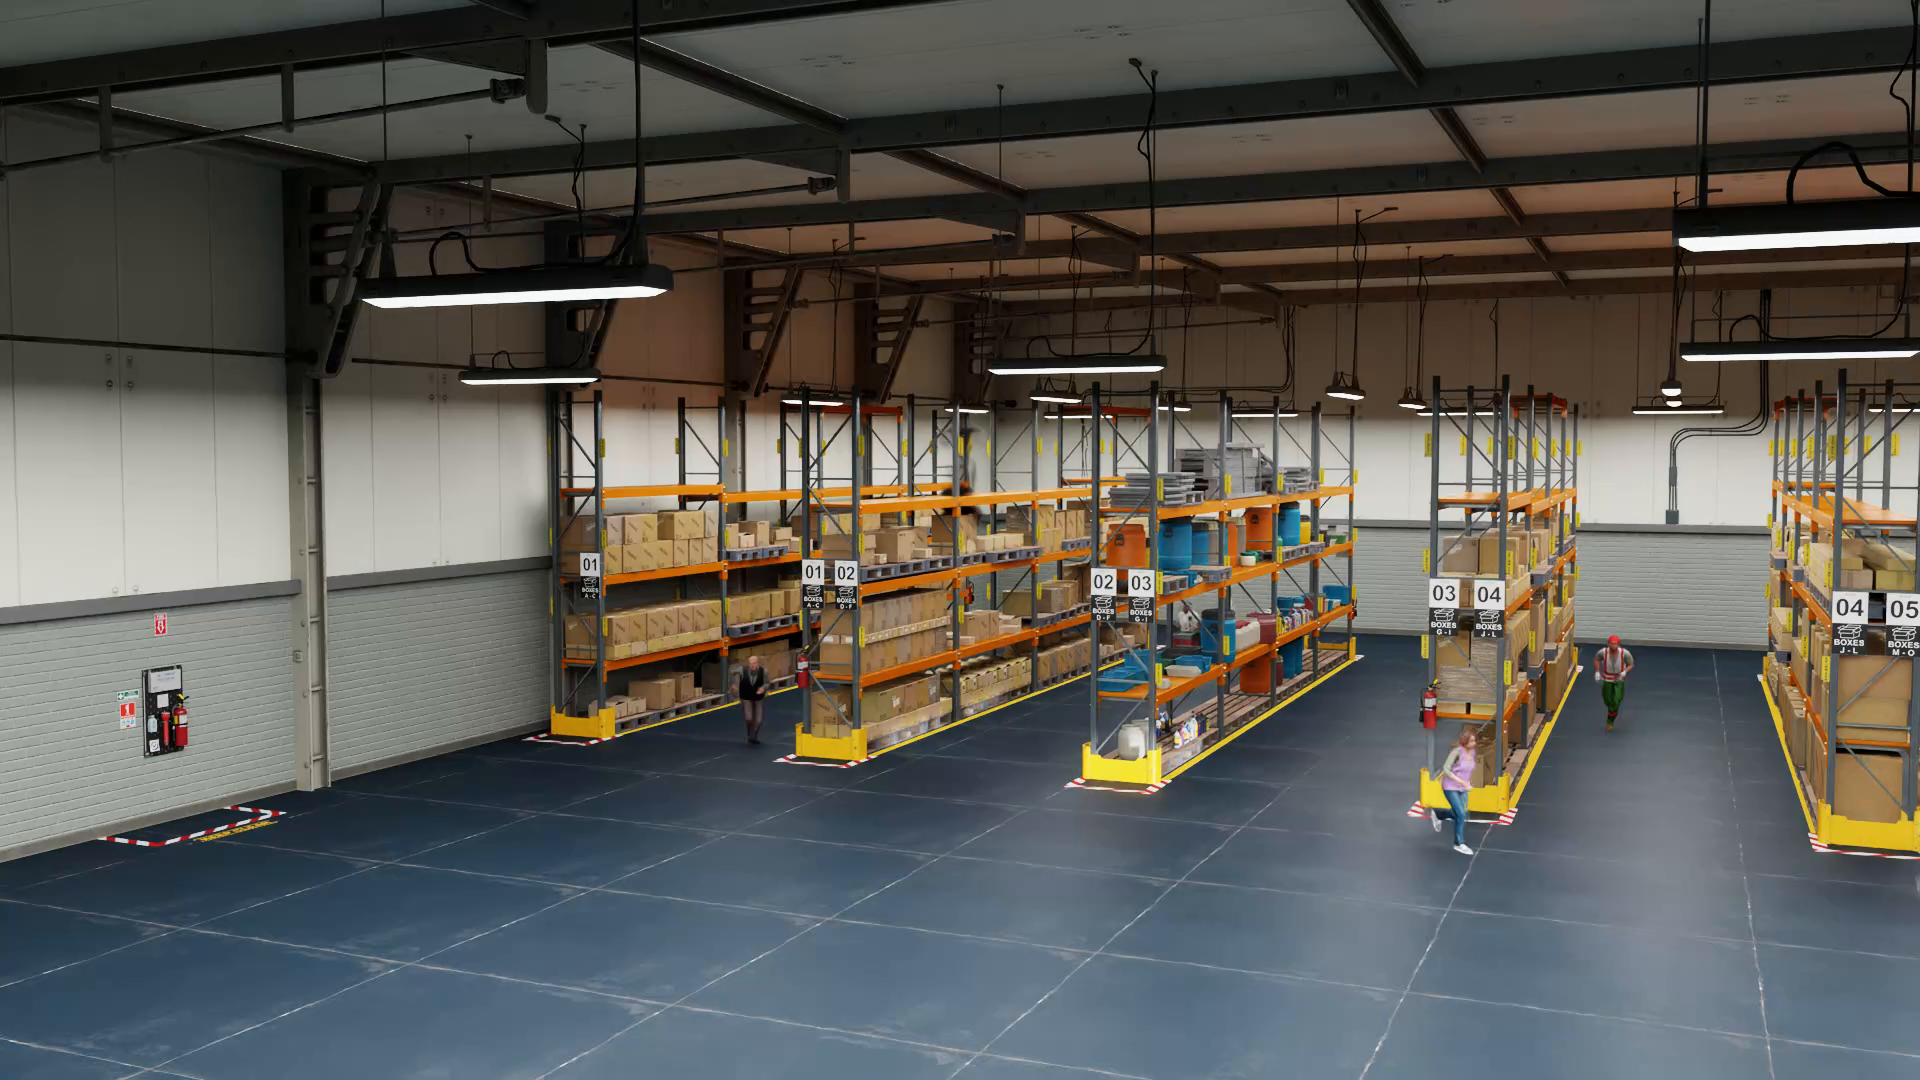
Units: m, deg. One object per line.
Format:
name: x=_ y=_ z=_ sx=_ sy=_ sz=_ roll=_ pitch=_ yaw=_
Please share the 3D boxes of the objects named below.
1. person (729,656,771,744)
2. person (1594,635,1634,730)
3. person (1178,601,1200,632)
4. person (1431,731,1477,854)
person: x=-3.522 y=2.688 z=27.867 sx=0.685 sy=1.549 sz=0.867 roll=-1 pitch=3 yaw=-11
person: x=11.653 y=2.527 z=29.654 sx=0.655 sy=1.712 sz=0.792 roll=1 pitch=3 yaw=20
person: x=5.078 y=2.158 z=36.758 sx=0.578 sy=1.683 sz=1.050 roll=2 pitch=3 yaw=25
person: x=6.129 y=3.105 z=20.699 sx=0.512 sy=1.545 sz=0.713 roll=-2 pitch=4 yaw=-28
